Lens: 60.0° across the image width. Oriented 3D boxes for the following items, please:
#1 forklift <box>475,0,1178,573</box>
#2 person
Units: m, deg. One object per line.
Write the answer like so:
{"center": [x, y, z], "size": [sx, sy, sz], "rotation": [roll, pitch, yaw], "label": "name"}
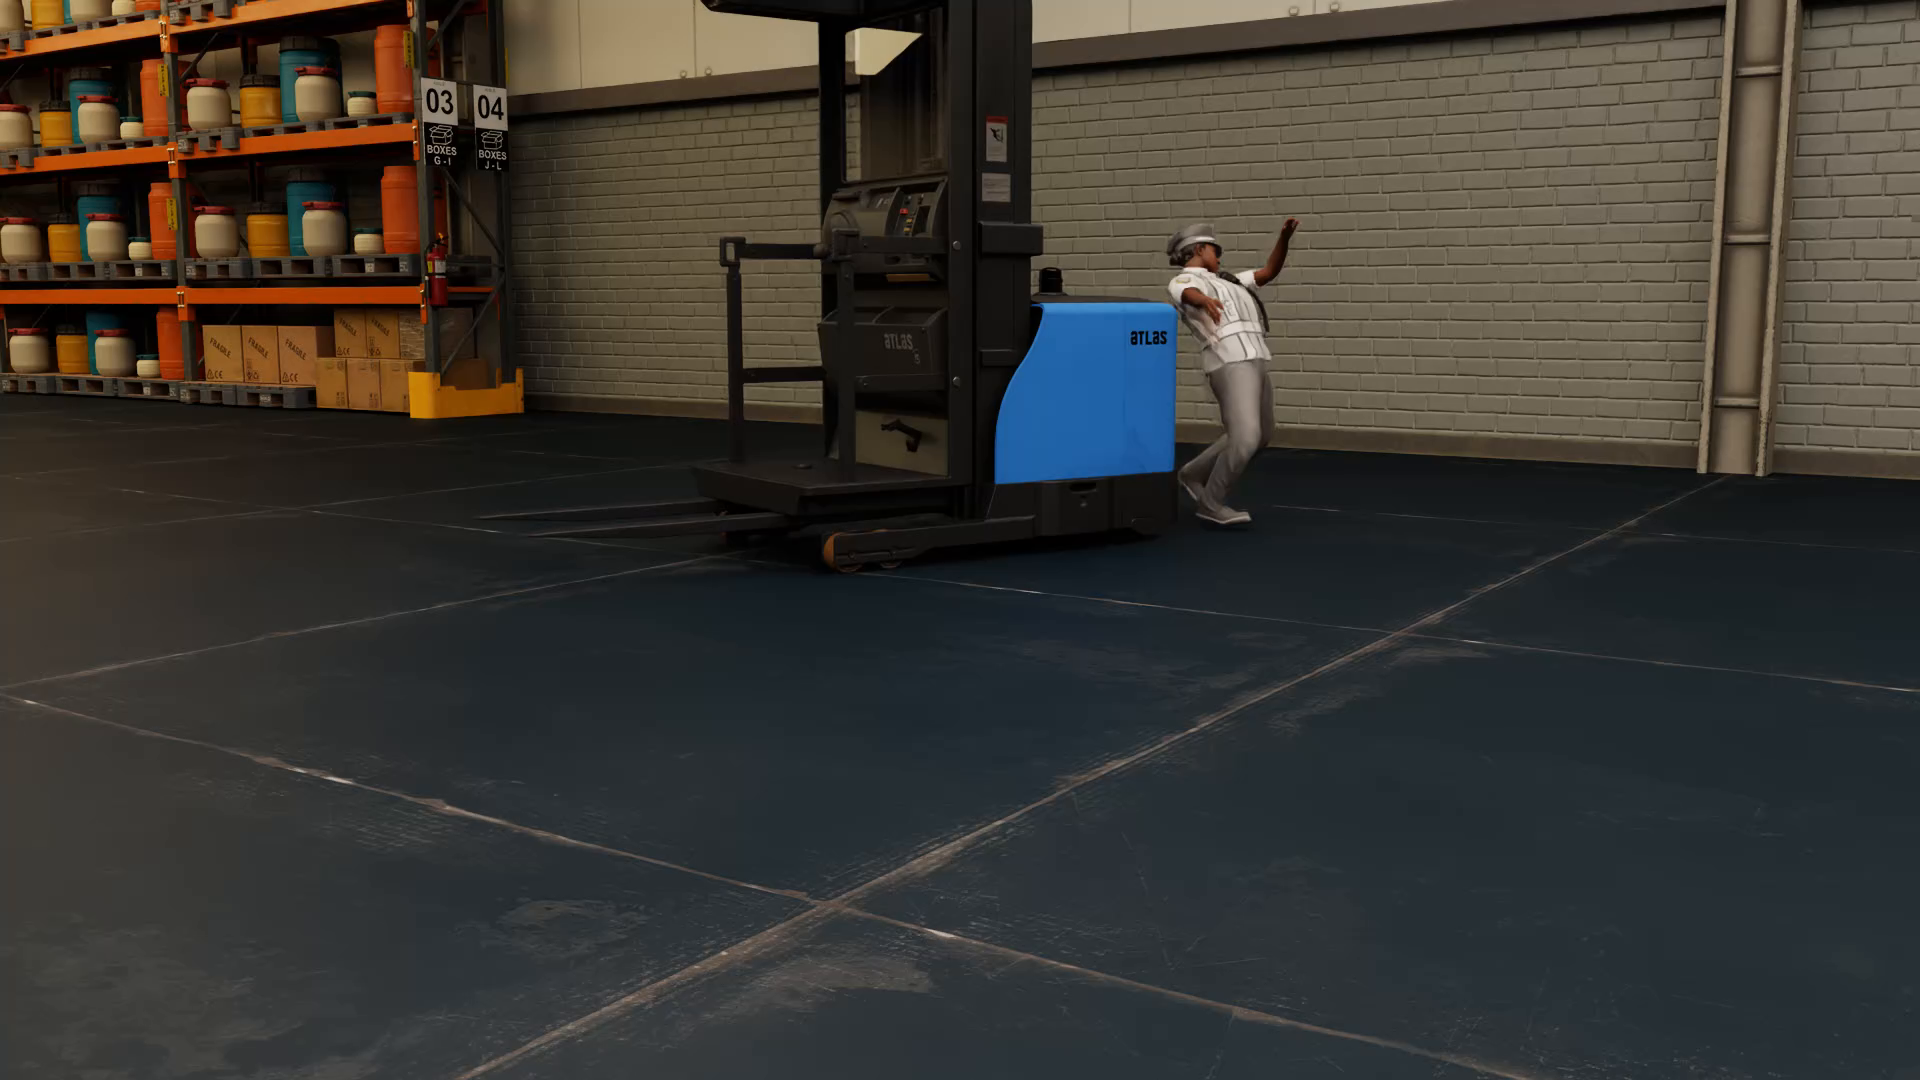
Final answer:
{"center": [-0.507, -1.403, 7.061], "size": [3.031, 2.935, 1.130], "rotation": [-5, 10, -33], "label": "forklift"}
{"center": [1.229, -0.796, 7.914], "size": [0.711, 1.438, 1.000], "rotation": [4, 9, 23], "label": "person"}
